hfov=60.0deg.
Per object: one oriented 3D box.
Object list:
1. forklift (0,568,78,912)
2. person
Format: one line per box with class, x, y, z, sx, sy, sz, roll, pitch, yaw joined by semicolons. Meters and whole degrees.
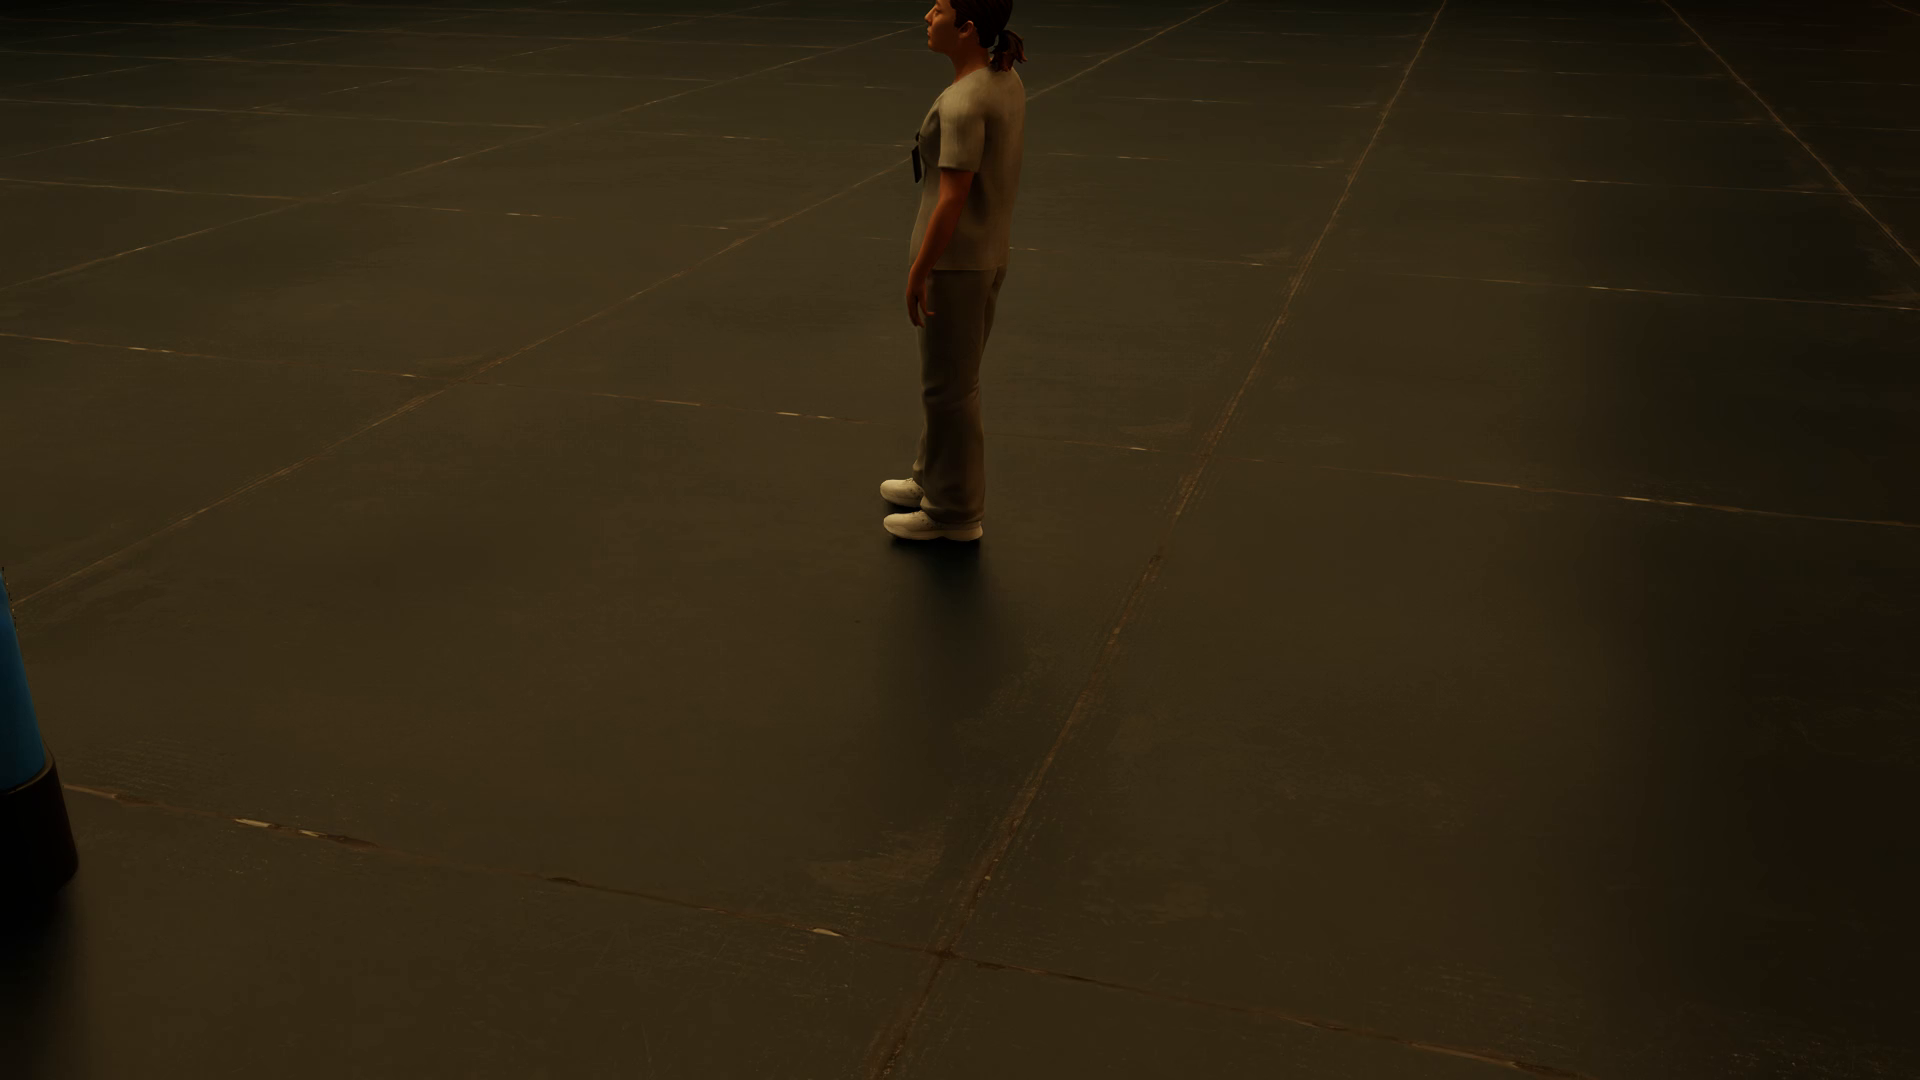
forklift;-3.233;-0.407;2.266;3.031;2.935;1.130;-17;28;-35
person;-0.066;-0.795;4.830;0.549;1.675;0.549;7;23;16
